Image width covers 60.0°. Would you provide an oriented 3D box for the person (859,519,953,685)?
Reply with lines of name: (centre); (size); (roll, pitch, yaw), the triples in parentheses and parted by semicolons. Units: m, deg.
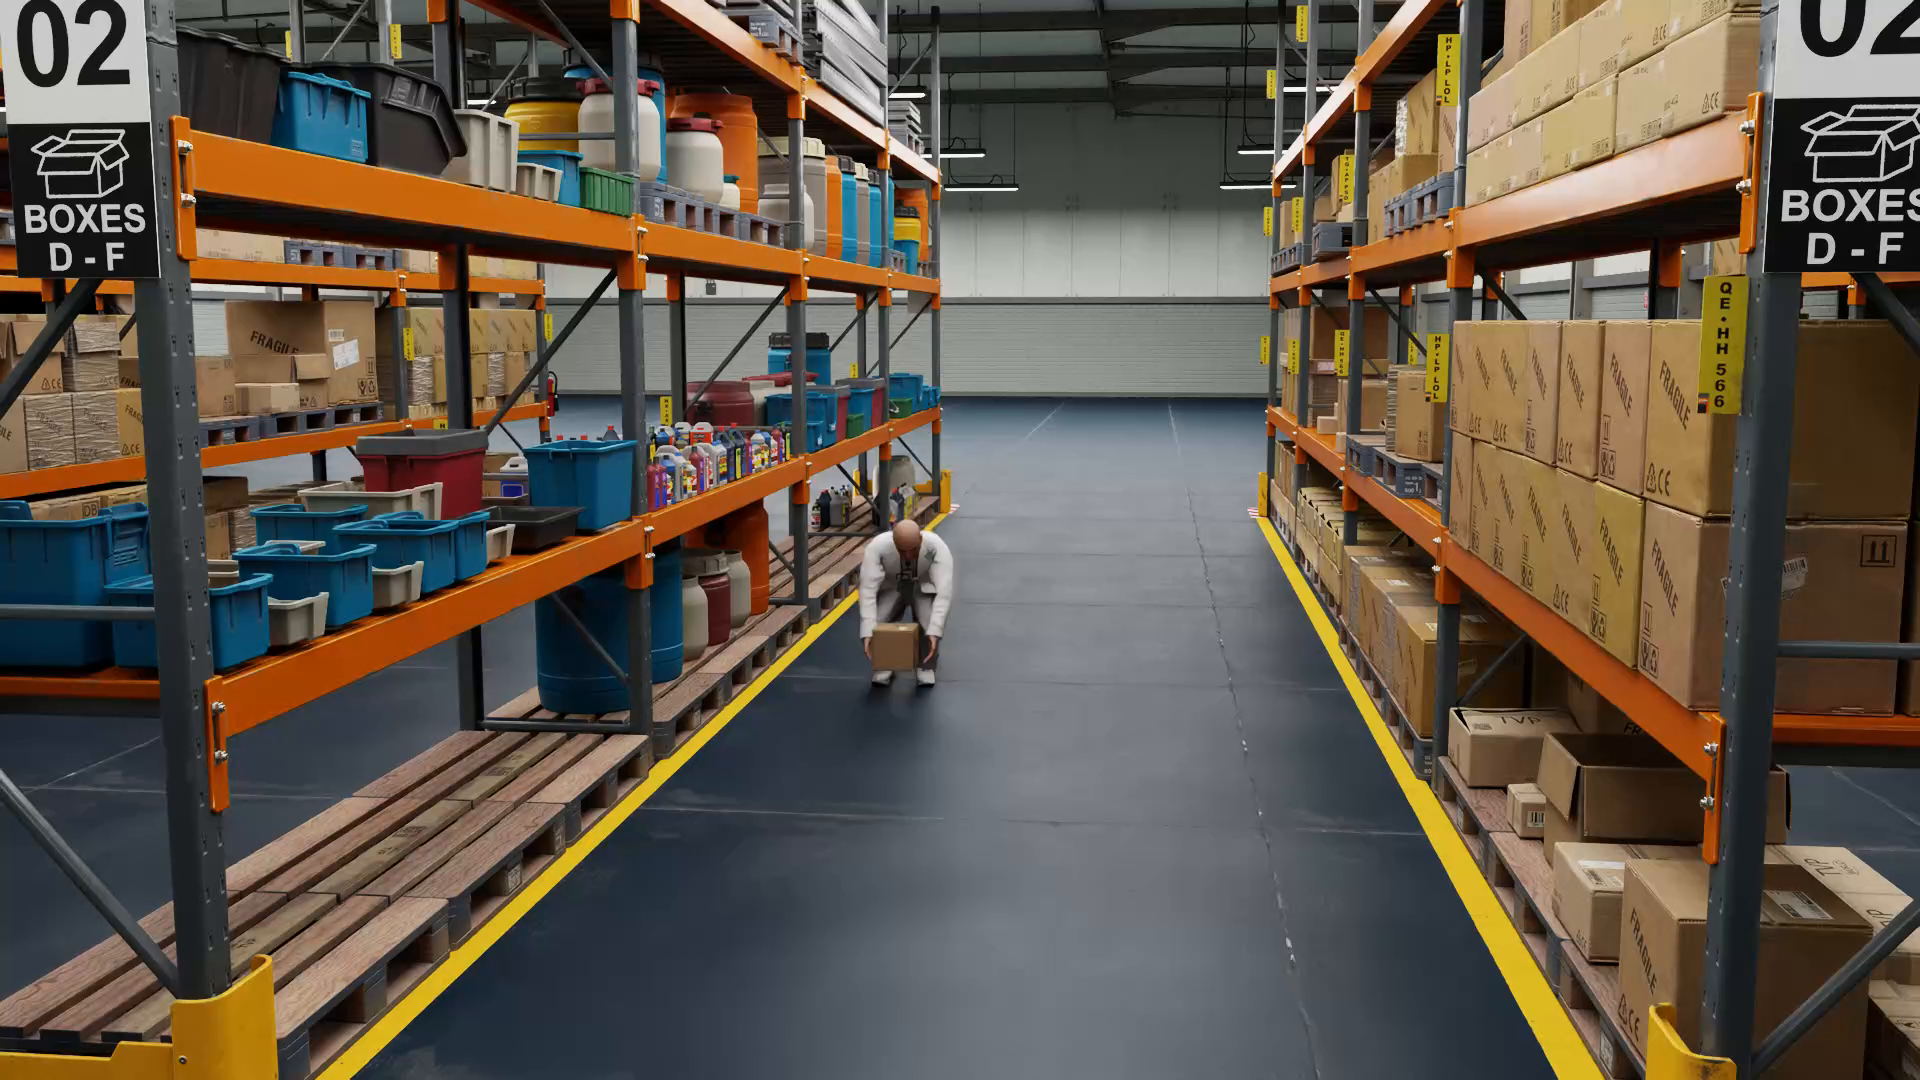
person: (-0.336, 0.380, 10.551); (0.616, 1.100, 0.873); (1, 7, 6)
